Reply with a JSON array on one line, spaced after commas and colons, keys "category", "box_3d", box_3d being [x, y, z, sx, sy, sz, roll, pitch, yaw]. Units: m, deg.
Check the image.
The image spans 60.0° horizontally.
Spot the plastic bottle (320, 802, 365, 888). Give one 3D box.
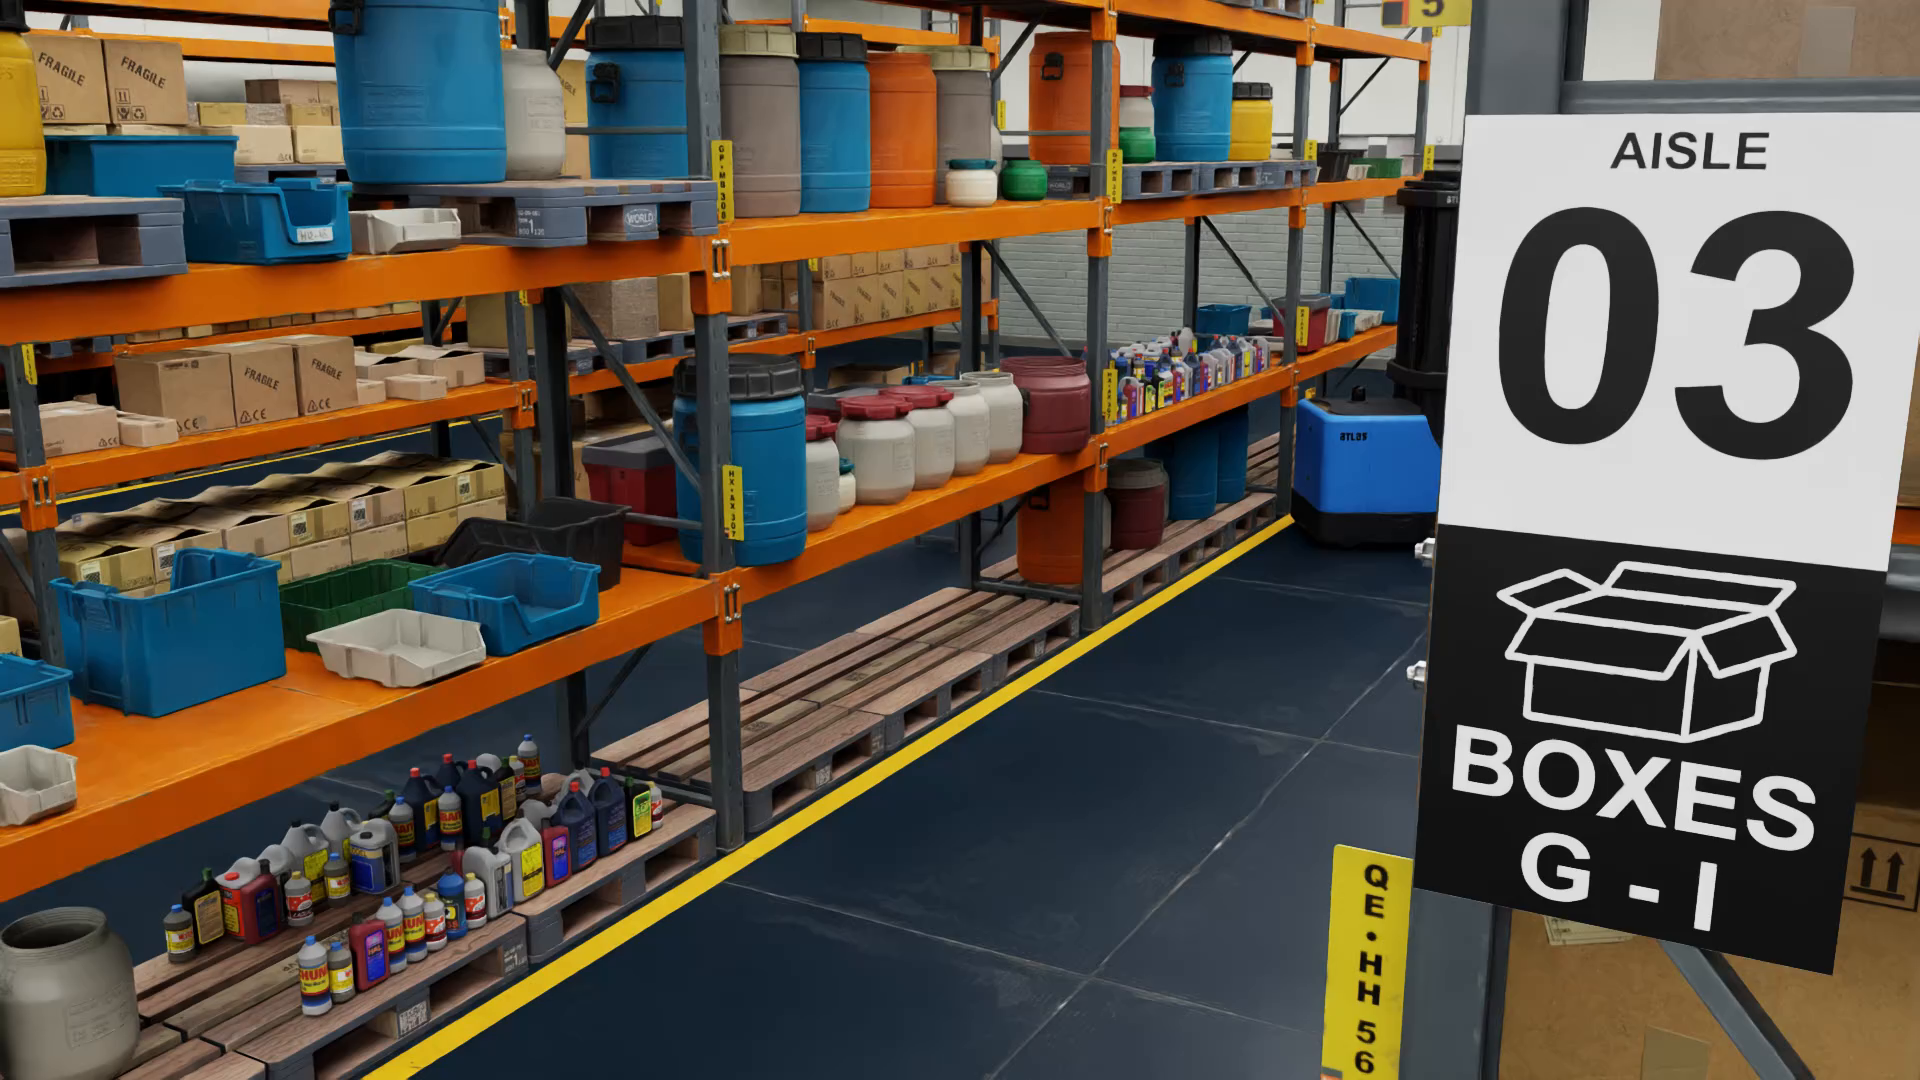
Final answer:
[{"category": "plastic bottle", "box_3d": [-2.510, 1.227, 6.759, 0.144, 0.351, 0.185, 7, 15, 28]}]

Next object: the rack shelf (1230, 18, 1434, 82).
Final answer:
[{"category": "rack shelf", "box_3d": [3.374, -4.516, 15.453, 1.077, 0.370, 4.000, 7, 15, 28]}]

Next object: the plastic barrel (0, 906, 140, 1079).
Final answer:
[{"category": "plastic barrel", "box_3d": [-2.900, 1.488, 5.375, 0.421, 0.512, 0.421, 0, 14, 0]}]

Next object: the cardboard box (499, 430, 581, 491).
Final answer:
[{"category": "cardboard box", "box_3d": [-3.614, -0.692, 14.397, 0.500, 0.500, 0.500, 8, 16, 30]}]

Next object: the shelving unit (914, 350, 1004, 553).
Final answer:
[{"category": "shelving unit", "box_3d": [-0.003, -0.728, 13.352, 0.431, 1.500, 0.755, 7, 15, 28]}]

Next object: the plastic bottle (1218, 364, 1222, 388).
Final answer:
[{"category": "plastic bottle", "box_3d": [1.982, -1.286, 12.892, 0.097, 0.201, 0.097, 0, 14, 0]}]

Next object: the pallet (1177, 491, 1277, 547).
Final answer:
[{"category": "pallet", "box_3d": [1.998, -0.224, 14.012, 1.003, 0.211, 1.213, 7, 15, 28]}]

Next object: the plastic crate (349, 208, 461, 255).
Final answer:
[{"category": "plastic crate", "box_3d": [-1.882, -1.047, 5.638, 0.243, 0.136, 0.396, 7, 15, 28]}]

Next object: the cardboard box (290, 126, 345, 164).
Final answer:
[{"category": "cardboard box", "box_3d": [-4.555, -2.739, 11.518, 0.500, 0.250, 0.500, 7, 15, 27]}]

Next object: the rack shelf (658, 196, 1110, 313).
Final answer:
[{"category": "rack shelf", "box_3d": [-0.493, -1.611, 8.949, 1.077, 0.370, 4.000, 7, 15, 28]}]

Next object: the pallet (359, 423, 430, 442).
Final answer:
[{"category": "pallet", "box_3d": [-6.572, -1.333, 18.613, 1.003, 0.211, 1.213, 7, 15, 28]}]

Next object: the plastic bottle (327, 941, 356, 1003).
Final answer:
[{"category": "plastic bottle", "box_3d": [-2.194, 1.517, 5.871, 0.097, 0.201, 0.097, 0, 14, 0]}]

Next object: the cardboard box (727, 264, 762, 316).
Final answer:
[{"category": "cardboard box", "box_3d": [-2.352, -2.476, 16.295, 0.700, 0.500, 0.500, 2, 14, 9]}]

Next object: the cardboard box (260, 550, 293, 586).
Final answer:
[{"category": "cardboard box", "box_3d": [-4.886, 0.213, 11.222, 0.500, 0.250, 0.500, 7, 15, 26]}]

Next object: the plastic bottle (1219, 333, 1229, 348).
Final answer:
[{"category": "plastic bottle", "box_3d": [2.123, -1.500, 13.460, 0.144, 0.351, 0.185, 7, 15, 28]}]

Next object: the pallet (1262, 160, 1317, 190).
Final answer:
[{"category": "pallet", "box_3d": [2.114, -2.928, 13.280, 1.213, 0.211, 1.003, 7, 15, 28]}]

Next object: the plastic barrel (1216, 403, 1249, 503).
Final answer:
[{"category": "plastic barrel", "box_3d": [2.129, -0.808, 14.064, 0.600, 0.901, 0.708, 7, 15, 28]}]

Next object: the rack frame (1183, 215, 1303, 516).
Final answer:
[{"category": "rack frame", "box_3d": [2.407, -1.733, 14.322, 1.000, 3.000, 0.127, 7, 15, 28]}]

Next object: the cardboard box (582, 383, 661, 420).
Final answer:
[{"category": "cardboard box", "box_3d": [-3.100, -1.279, 15.232, 0.500, 0.250, 0.500, 7, 15, 27]}]

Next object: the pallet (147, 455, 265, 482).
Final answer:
[{"category": "pallet", "box_3d": [-7.752, -0.833, 16.537, 1.003, 0.211, 1.213, 7, 15, 28]}]

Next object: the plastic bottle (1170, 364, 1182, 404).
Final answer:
[{"category": "plastic bottle", "box_3d": [1.564, -1.140, 12.110, 0.061, 0.283, 0.133, 7, 15, 28]}]

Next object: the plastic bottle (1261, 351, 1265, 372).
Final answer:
[{"category": "plastic bottle", "box_3d": [2.468, -1.492, 13.747, 0.097, 0.201, 0.097, 0, 14, 0]}]

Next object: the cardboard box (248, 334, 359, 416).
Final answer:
[{"category": "cardboard box", "box_3d": [-4.658, -1.177, 11.802, 0.500, 0.500, 0.500, 6, 15, 25]}]

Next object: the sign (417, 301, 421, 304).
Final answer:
[{"category": "sign", "box_3d": [-4.340, -2.058, 13.370, 0.100, 0.325, 0.005, 7, 15, 28]}]

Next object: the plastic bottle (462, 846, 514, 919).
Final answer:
[{"category": "plastic bottle", "box_3d": [-1.850, 1.322, 6.524, 0.152, 0.276, 0.135, 8, 16, 29]}]

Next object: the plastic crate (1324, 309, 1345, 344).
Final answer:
[{"category": "plastic crate", "box_3d": [3.307, -1.997, 15.542, 0.437, 0.282, 0.530, 7, 15, 28]}]

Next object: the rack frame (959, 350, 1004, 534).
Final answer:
[{"category": "rack frame", "box_3d": [0.174, -0.803, 13.664, 0.400, 1.500, 0.023, 7, 15, 28]}]

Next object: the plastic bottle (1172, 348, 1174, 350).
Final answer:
[{"category": "plastic bottle", "box_3d": [1.752, -1.557, 14.014, 0.097, 0.201, 0.097, 0, 14, 0]}]

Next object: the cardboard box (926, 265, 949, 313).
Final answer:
[{"category": "cardboard box", "box_3d": [-0.465, -2.833, 18.672, 0.500, 0.500, 0.500, 8, 15, 28]}]

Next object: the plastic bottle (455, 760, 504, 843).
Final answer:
[{"category": "plastic bottle", "box_3d": [-2.087, 1.117, 7.214, 0.144, 0.351, 0.185, 7, 15, 28]}]

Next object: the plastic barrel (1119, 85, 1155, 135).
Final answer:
[{"category": "plastic barrel", "box_3d": [1.199, -3.022, 12.081, 0.433, 0.535, 0.433, 0, 14, 0]}]

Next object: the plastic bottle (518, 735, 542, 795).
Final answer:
[{"category": "plastic bottle", "box_3d": [-1.998, 1.036, 7.717, 0.097, 0.271, 0.097, 0, 14, 0]}]

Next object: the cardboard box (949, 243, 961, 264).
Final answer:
[{"category": "cardboard box", "box_3d": [-0.211, -3.424, 18.990, 0.500, 0.500, 0.500, 8, 16, 30]}]

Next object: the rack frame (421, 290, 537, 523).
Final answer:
[{"category": "rack frame", "box_3d": [-3.861, -1.474, 13.249, 1.000, 3.000, 0.127, 7, 15, 28]}]

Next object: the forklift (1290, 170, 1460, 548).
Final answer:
[{"category": "forklift", "box_3d": [4.327, -1.472, 13.384, 3.031, 2.935, 1.130, -1, 14, -3]}]

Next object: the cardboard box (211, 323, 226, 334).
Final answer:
[{"category": "cardboard box", "box_3d": [-7.491, -2.125, 16.441, 0.380, 0.149, 0.250, 7, 15, 27]}]

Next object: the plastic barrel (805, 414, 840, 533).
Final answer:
[{"category": "plastic barrel", "box_3d": [-0.806, -0.329, 8.210, 0.433, 0.535, 0.433, 0, 14, 0]}]

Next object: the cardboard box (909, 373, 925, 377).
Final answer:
[{"category": "cardboard box", "box_3d": [-0.746, -1.811, 19.573, 0.500, 0.250, 0.500, 7, 15, 28]}]

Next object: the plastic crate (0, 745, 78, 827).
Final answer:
[{"category": "plastic crate", "box_3d": [-2.679, 0.710, 4.752, 0.298, 0.136, 0.250, 7, 15, 28]}]

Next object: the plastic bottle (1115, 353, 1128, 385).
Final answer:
[{"category": "plastic bottle", "box_3d": [1.242, -1.304, 12.818, 0.097, 0.271, 0.097, 0, 14, 0]}]

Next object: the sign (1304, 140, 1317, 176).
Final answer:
[{"category": "sign", "box_3d": [2.888, -3.133, 13.710, 0.100, 0.325, 0.005, 7, 15, 28]}]

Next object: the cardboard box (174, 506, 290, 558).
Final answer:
[{"category": "cardboard box", "box_3d": [-4.881, -0.059, 11.152, 0.500, 0.311, 0.500, 7, 15, 26]}]

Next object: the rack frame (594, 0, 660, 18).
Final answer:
[{"category": "rack frame", "box_3d": [-4.331, -6.593, 21.679, 1.000, 3.000, 0.127, 7, 15, 28]}]

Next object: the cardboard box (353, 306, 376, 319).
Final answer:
[{"category": "cardboard box", "box_3d": [-6.523, -2.478, 17.907, 0.380, 0.149, 0.250, 7, 15, 28]}]

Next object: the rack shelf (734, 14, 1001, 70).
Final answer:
[{"category": "rack shelf", "box_3d": [-0.960, -5.271, 17.737, 1.077, 0.370, 4.000, 7, 15, 28]}]

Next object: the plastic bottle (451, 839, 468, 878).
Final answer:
[{"category": "plastic bottle", "box_3d": [-1.944, 1.306, 6.573, 0.061, 0.283, 0.133, 7, 15, 28]}]

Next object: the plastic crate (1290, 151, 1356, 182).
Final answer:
[{"category": "plastic crate", "box_3d": [3.248, -3.352, 14.914, 0.497, 0.269, 0.590, 7, 15, 28]}]

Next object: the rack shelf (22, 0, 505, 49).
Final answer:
[{"category": "rack shelf", "box_3d": [-4.827, -3.436, 10.976, 1.077, 0.370, 4.000, 7, 15, 28]}]

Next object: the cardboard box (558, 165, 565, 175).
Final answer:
[{"category": "cardboard box", "box_3d": [-3.679, -3.075, 13.273, 0.910, 0.500, 0.500, 7, 15, 28]}]

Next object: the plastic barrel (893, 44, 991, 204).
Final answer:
[{"category": "plastic barrel", "box_3d": [-0.113, -2.471, 9.911, 0.600, 0.901, 0.600, 0, 14, 0]}]

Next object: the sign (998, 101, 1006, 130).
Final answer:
[{"category": "sign", "box_3d": [0.483, -4.937, 19.324, 0.100, 0.325, 0.005, 7, 15, 28]}]

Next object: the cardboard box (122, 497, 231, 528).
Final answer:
[{"category": "cardboard box", "box_3d": [-5.360, -0.119, 11.401, 0.500, 0.311, 0.500, 7, 15, 28]}]

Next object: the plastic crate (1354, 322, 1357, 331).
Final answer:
[{"category": "plastic crate", "box_3d": [3.712, -2.086, 16.222, 0.298, 0.136, 0.250, 7, 15, 28]}]

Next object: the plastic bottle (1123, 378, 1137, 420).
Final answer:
[{"category": "plastic bottle", "box_3d": [1.165, -0.970, 11.407, 0.061, 0.283, 0.133, 7, 15, 28]}]

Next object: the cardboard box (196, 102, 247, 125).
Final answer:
[{"category": "cardboard box", "box_3d": [-7.526, -4.088, 16.539, 0.700, 0.500, 0.500, 8, 16, 31]}]

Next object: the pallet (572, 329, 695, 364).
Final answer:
[{"category": "pallet", "box_3d": [-2.925, -1.781, 14.929, 1.003, 0.211, 1.213, 7, 15, 28]}]
